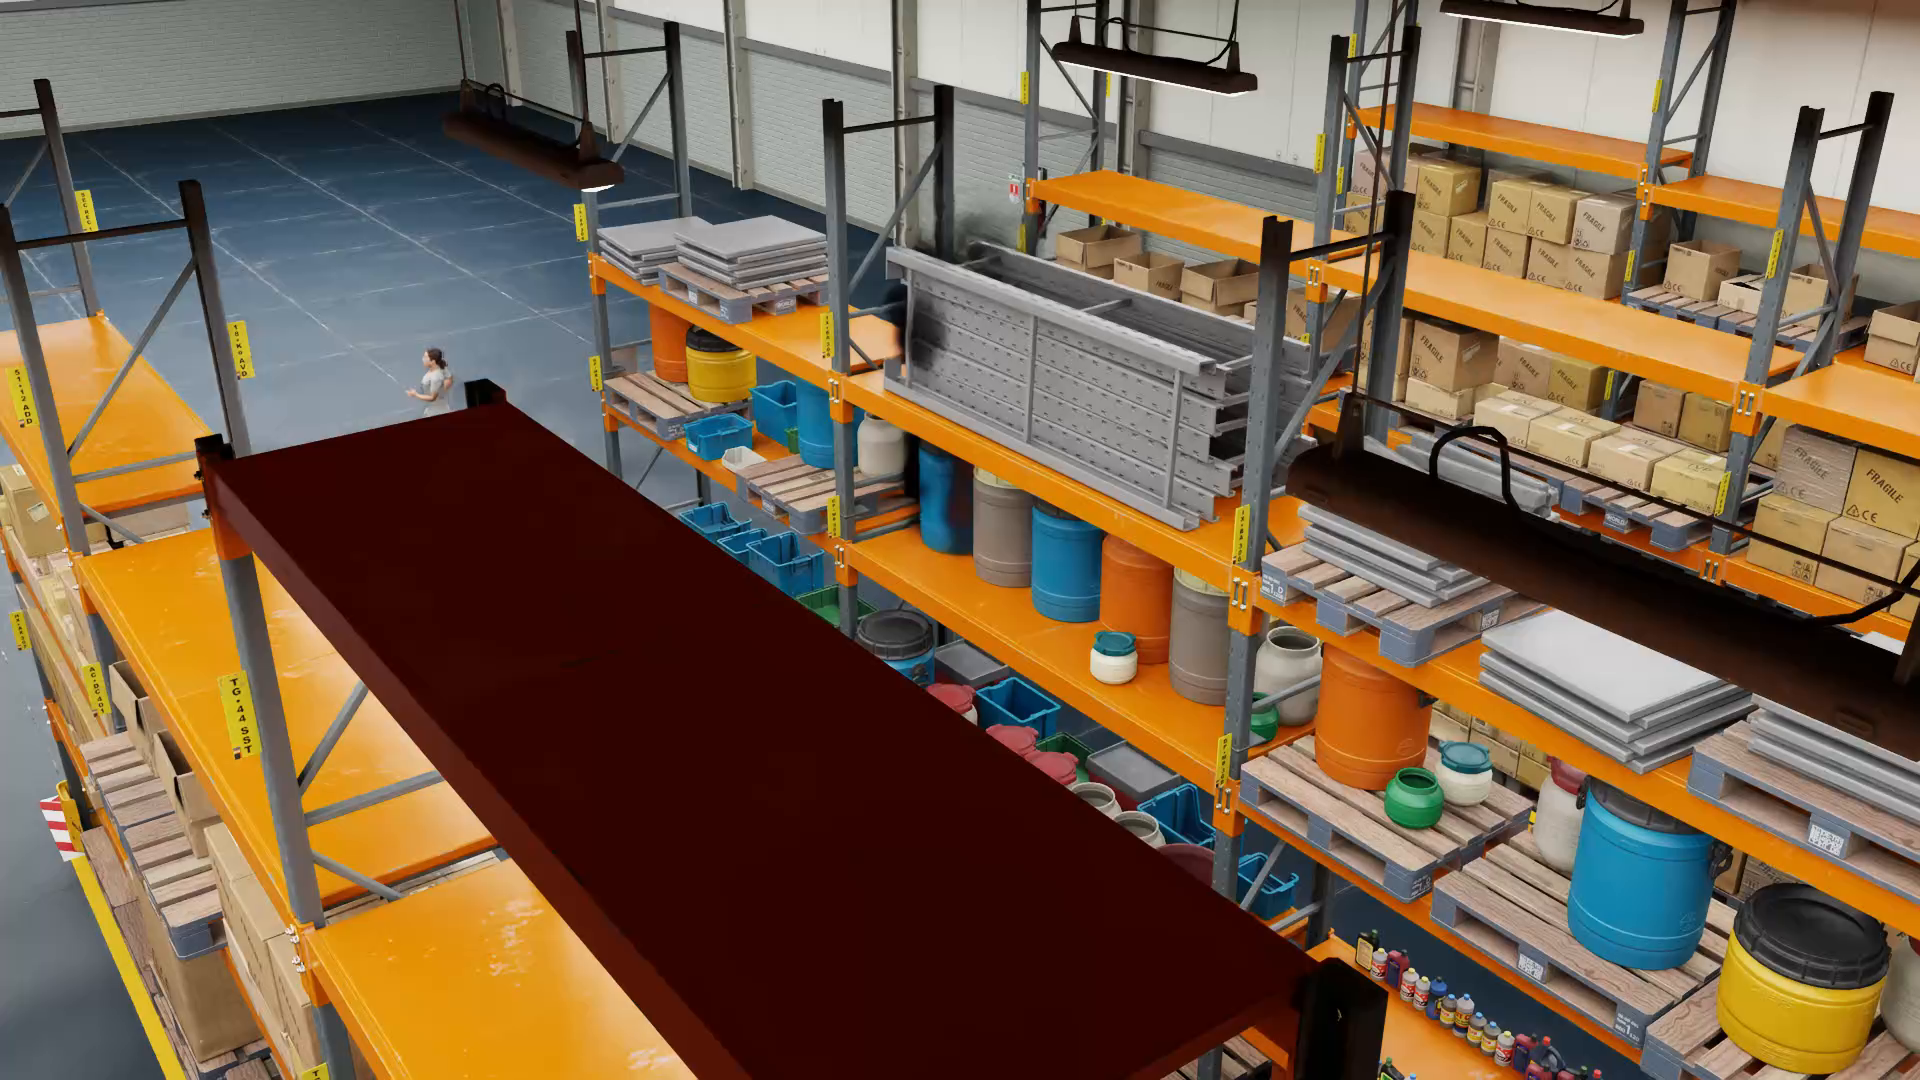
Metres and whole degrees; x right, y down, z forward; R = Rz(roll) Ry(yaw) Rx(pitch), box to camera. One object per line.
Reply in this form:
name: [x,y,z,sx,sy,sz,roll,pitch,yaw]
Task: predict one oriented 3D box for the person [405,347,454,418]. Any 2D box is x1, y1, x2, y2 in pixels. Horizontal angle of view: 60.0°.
person: [-6.357,-1.538,20.325,0.738,1.721,0.531,-11,27,-22]
